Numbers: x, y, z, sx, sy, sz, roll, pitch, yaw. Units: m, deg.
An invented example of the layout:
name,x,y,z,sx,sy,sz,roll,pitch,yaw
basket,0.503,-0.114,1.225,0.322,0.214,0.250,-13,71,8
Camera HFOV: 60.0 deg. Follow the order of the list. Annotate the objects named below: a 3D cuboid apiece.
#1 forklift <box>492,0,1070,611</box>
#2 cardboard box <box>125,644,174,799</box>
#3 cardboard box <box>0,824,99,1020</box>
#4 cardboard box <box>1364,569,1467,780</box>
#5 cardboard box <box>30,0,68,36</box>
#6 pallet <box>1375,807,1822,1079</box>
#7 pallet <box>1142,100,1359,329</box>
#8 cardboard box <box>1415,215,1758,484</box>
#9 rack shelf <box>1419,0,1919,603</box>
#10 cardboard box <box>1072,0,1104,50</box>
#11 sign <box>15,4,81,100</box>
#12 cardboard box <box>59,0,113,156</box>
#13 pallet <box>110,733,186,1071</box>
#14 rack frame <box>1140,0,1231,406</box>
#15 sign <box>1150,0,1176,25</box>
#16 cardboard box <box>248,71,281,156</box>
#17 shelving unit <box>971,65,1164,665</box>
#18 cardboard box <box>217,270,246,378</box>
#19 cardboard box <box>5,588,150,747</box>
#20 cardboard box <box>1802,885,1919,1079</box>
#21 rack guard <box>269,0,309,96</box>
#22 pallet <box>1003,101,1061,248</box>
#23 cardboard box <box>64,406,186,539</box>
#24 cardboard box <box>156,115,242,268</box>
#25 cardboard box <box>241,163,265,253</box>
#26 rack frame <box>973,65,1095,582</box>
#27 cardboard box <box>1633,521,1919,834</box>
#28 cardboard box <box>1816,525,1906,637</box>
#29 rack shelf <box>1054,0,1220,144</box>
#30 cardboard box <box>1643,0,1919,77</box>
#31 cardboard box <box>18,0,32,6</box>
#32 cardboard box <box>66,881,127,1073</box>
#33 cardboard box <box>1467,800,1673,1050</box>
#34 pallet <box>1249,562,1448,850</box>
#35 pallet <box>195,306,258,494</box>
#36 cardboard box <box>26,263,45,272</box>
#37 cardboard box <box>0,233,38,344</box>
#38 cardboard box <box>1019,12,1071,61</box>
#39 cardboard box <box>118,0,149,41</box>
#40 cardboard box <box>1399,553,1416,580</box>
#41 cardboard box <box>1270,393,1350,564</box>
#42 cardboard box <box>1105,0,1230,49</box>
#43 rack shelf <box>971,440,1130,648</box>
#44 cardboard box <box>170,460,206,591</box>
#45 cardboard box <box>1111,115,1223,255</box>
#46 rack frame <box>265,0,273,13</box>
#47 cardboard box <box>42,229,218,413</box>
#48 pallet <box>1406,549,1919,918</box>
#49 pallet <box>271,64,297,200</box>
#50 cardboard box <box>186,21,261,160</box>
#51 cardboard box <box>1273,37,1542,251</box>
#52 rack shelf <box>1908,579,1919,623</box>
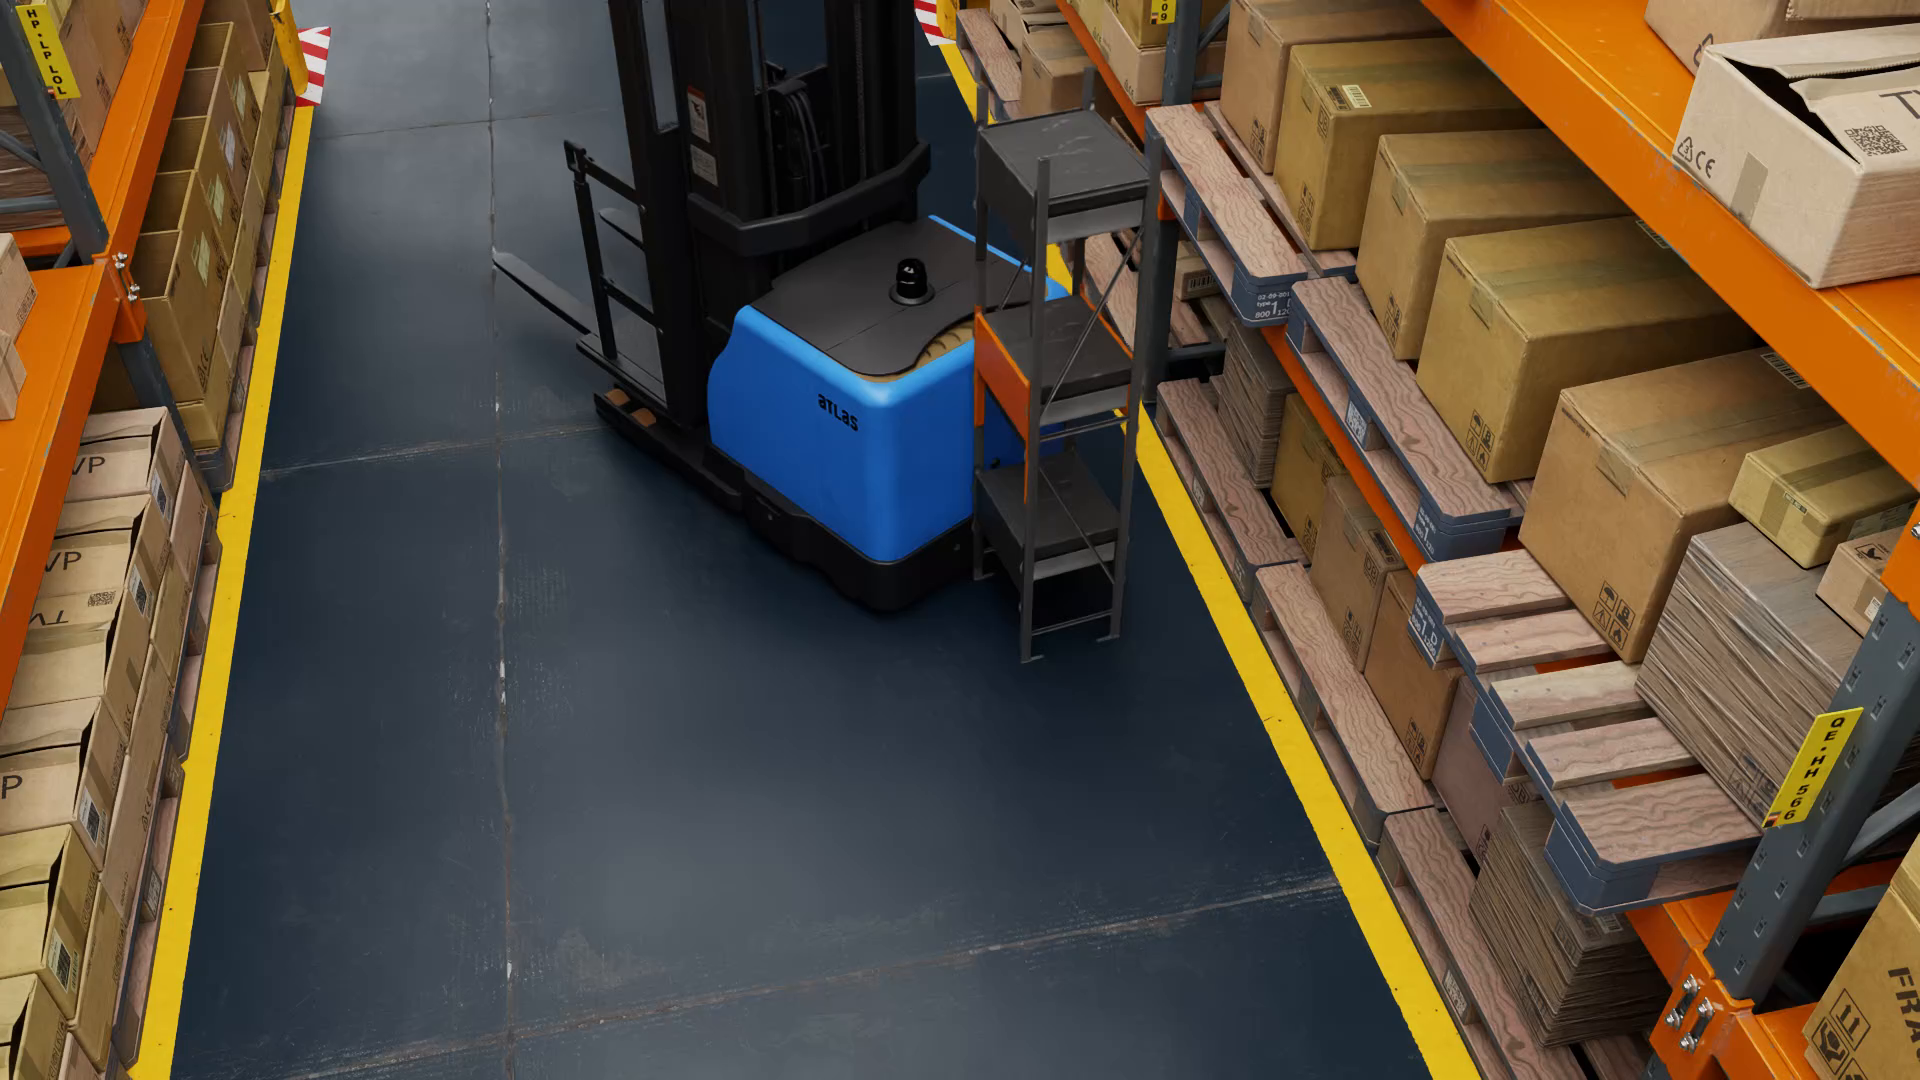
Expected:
name,x,y,z,sx,sy,sz,roll,pitch,yaw
forklift,-0.949,-1.709,6.468,1.130,2.935,3.031,-32,51,-31
cardboard box,-2.949,0.637,5.528,0.500,0.250,0.500,-7,42,-8
cardboard box,-2.732,1.081,4.605,0.500,0.311,0.500,-9,42,-10
cardboard box,1.821,0.401,5.590,0.700,0.500,0.500,-9,42,-10
cardboard box,-3.521,-1.933,6.105,0.380,0.149,0.250,-9,42,-10
pallet,1.992,1.295,5.132,1.003,0.211,1.213,-8,42,-9
pallet,1.319,-1.246,6.038,1.003,0.211,1.213,-8,42,-9
cardboard box,1.758,-0.551,4.704,0.700,0.500,0.500,-8,42,-9
rack shelf,1.728,-1.390,4.339,1.077,0.370,4.000,-8,42,-9
cardboard box,0.798,-2.373,7.262,0.500,0.250,0.500,-8,42,-9
sign,-3.012,-1.609,5.491,0.100,0.325,0.005,-8,42,-9
cardboard box,-3.762,-1.787,6.428,0.700,0.500,0.500,-9,42,-10
pallet,-3.076,1.186,5.255,1.003,0.211,1.213,-8,42,-9
rack frame,1.296,-1.834,6.556,1.000,3.000,0.127,-8,42,-9
sign,0.768,-2.075,6.176,0.100,0.325,0.005,-8,42,-9
cardboard box,-3.879,-2.216,8.741,0.500,0.250,0.500,-8,42,-9
shelving unit,0.328,-0.520,5.755,0.431,2.100,0.503,-14,44,-16
cardboard box,-3.447,-0.919,7.281,0.500,0.250,0.500,-8,42,-9
cardboard box,-2.949,0.421,5.348,0.500,0.311,0.500,-8,42,-9
cardboard box,2.014,0.954,3.101,0.500,0.500,0.500,-7,42,-8
rack guard,-4.409,-2.795,9.522,1.175,0.500,0.348,-8,42,-9
pallet,0.850,-2.014,8.860,1.003,0.211,1.213,-8,42,-9
cardboard box,-3.173,-0.239,6.092,0.500,0.311,0.500,-8,42,-9
cardboard box,-3.550,-1.524,7.398,0.500,0.500,0.500,-8,42,-9
cardboard box,-3.664,-1.567,8.011,0.500,0.250,0.500,-8,42,-9
rack frame,0.241,-0.672,5.925,0.400,2.100,0.015,-14,44,-16
cardboard box,2.048,0.254,3.798,0.700,0.500,0.500,-13,43,-14
cardboard box,2.056,0.095,3.488,0.380,0.149,0.250,-14,43,-15
rack shelf,0.864,-2.861,8.256,1.077,0.370,4.000,-8,42,-9
cardboard box,1.970,-1.263,3.560,0.797,0.503,0.637,-3,42,-3
cardboard box,-3.642,-1.931,5.613,0.700,0.500,0.500,-8,42,-9
cardboard box,-2.730,1.299,4.782,0.500,0.250,0.500,-9,42,-10
cardboard box,1.953,1.070,4.837,0.700,0.500,0.500,-8,42,-9
pallet,1.732,0.506,6.021,1.003,0.211,1.213,-8,42,-9
pallet,-3.671,-0.600,7.267,1.003,0.211,1.213,-8,42,-9
cardboard box,-3.950,-1.126,6.949,0.500,0.500,0.500,-8,42,-9
cardboard box,-3.391,-0.753,5.451,0.500,0.250,0.500,-6,42,-7
cardboard box,0.617,-2.755,9.288,0.500,0.311,0.500,-5,42,-6
cardboard box,-3.978,-2.444,7.169,0.700,0.500,0.500,-7,42,-8
cardboard box,1.775,0.078,5.389,0.500,0.250,0.500,-9,42,-9
cardboard box,1.632,-0.261,6.336,0.700,0.500,0.500,-9,42,-10
cardboard box,0.892,-2.328,6.646,0.500,0.500,0.500,-8,42,-9
rack shelf,0.328,0.013,6.228,0.431,0.518,0.480,-14,44,-16
cardboard box,-3.167,-0.023,6.271,0.500,0.250,0.500,-9,42,-10
cardboard box,1.033,-1.731,7.992,0.500,0.500,0.500,-11,43,-12
rack frame,-4.403,-3.714,8.675,1.000,3.000,0.127,-8,42,-9
cardboard box,-3.334,-0.876,6.668,0.500,0.500,0.500,-8,42,-9
pallet,1.902,0.384,4.202,1.213,0.211,1.003,-8,42,-9
pallet,-4.197,-2.182,9.049,1.003,0.211,1.213,-8,42,-9
cardboard box,-3.767,-2.173,8.128,0.500,0.500,0.500,-8,42,-9
cardboard box,1.486,-1.338,5.591,0.700,0.500,0.500,-4,42,-5
rack shelf,2.591,1.203,1.418,1.077,0.370,4.000,-8,42,-9
